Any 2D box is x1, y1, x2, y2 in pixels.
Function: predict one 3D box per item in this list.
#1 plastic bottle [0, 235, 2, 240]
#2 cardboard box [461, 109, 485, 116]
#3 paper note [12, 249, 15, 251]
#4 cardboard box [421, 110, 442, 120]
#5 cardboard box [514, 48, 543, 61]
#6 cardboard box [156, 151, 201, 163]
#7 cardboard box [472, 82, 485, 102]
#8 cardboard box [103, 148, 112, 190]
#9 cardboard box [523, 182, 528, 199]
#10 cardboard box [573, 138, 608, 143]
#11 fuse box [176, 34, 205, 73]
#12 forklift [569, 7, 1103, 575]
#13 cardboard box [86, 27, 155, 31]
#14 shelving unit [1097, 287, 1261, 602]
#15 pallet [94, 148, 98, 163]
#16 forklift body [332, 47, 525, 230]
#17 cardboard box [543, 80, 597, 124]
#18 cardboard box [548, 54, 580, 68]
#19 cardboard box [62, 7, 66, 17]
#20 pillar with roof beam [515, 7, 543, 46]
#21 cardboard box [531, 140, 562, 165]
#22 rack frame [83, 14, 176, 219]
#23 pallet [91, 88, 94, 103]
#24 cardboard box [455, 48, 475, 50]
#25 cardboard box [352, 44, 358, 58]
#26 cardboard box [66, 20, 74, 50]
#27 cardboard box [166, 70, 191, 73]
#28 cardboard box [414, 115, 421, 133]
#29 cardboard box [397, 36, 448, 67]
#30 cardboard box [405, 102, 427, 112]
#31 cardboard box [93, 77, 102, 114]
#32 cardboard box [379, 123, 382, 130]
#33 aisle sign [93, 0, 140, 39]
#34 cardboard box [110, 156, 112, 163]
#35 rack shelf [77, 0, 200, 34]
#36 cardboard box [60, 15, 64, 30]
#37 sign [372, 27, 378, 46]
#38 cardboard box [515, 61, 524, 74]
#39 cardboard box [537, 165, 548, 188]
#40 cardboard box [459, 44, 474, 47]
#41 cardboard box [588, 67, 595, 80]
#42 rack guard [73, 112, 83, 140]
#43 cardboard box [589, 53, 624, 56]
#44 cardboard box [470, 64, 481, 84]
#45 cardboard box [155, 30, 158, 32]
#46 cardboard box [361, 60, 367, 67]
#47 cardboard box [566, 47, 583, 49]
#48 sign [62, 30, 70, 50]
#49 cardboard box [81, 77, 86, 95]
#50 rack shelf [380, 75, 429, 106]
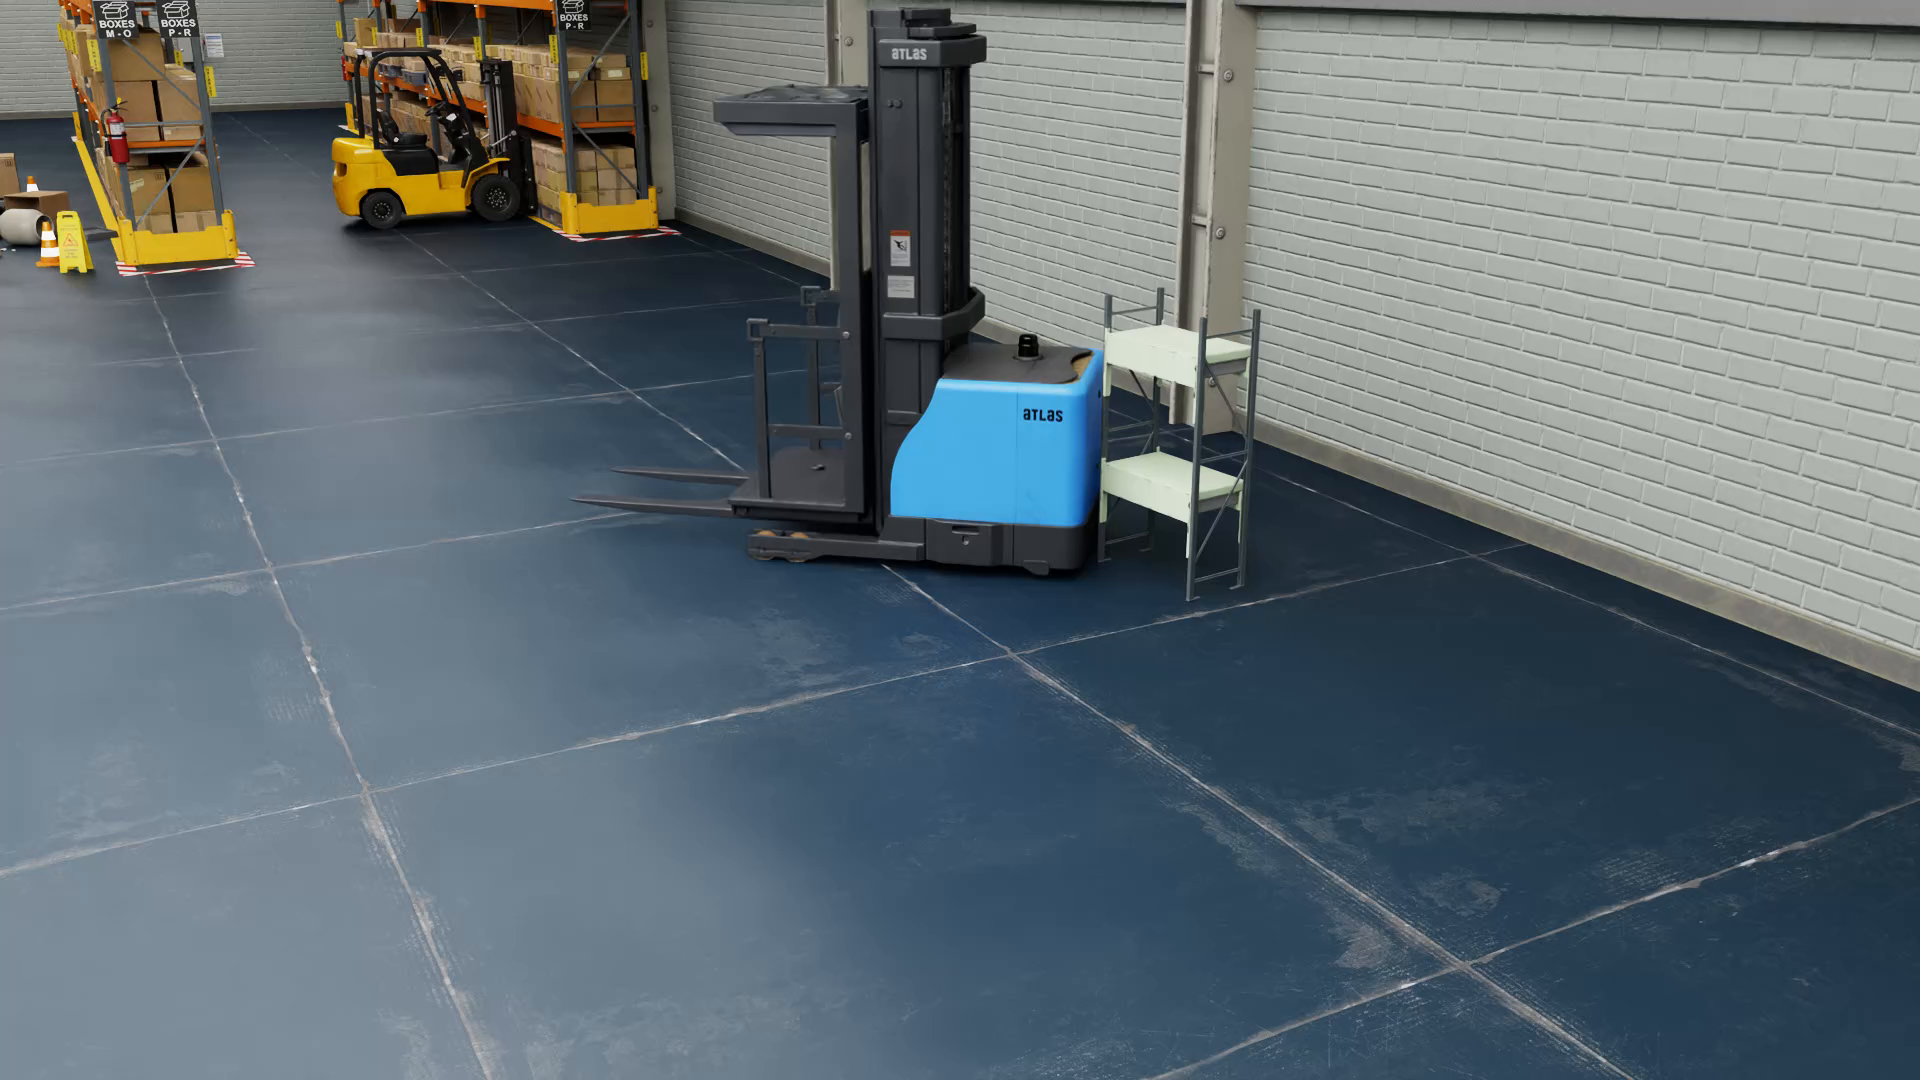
[{"bbox_3d":[-11.717,-3.674,20.185,0.133,0.061,0.283,-6,20,-17],"label":"plastic bottle"},{"bbox_3d":[-8.186,-7.164,27.987,0.380,0.149,0.250,-9,21,-24],"label":"cardboard box"},{"bbox_3d":[-11.066,-3.390,19.441,0.032,0.001,0.123,-10,21,-27],"label":"paper note"},{"bbox_3d":[-8.827,-7.142,27.924,0.380,0.149,0.250,-11,22,-29],"label":"cardboard box"},{"bbox_3d":[-5.741,-6.493,22.247,0.380,0.149,0.250,-10,21,-27],"label":"cardboard box"},{"bbox_3d":[-9.676,-4.557,20.660,0.500,0.500,0.500,-9,21,-24],"label":"cardboard box"},{"bbox_3d":[-6.783,-6.527,24.178,0.500,0.250,0.500,-9,21,-25],"label":"cardboard box"},{"bbox_3d":[-10.637,-4.766,21.266,0.500,0.500,0.500,-9,21,-24],"label":"cardboard box"},{"bbox_3d":[-5.639,-4.765,22.414,0.500,0.250,0.500,-9,21,-25],"label":"cardboard box"},{"bbox_3d":[-4.944,-5.172,22.061,0.500,0.250,0.500,-10,21,-27],"label":"cardboard box"},{"bbox_3d":[-17.158,-10.458,37.316,0.539,1.711,0.414,-10,21,-27],"label":"fuse box"},{"bbox_3d":[-0.718,-1.419,9.250,3.031,2.935,1.130,4,19,11],"label":"forklift"},{"bbox_3d":[-9.896,-5.791,19.672,0.700,0.500,0.500,-10,21,-27],"label":"cardboard box"},{"bbox_3d":[1.145,-0.523,8.847,0.431,1.500,0.755,-13,23,-33],"label":"shelving unit"},{"bbox_3d":[-14.046,-6.492,28.123,1.003,0.211,1.213,-10,21,-27],"label":"pallet"},{"bbox_3d":[-6.920,-5.206,21.421,2.313,2.155,1.214,-10,21,-27],"label":"forklift body"},{"bbox_3d":[-4.878,-5.493,20.800,0.500,0.500,0.500,-11,22,-28],"label":"cardboard box"},{"bbox_3d":[-4.914,-5.976,20.748,0.380,0.149,0.250,-10,21,-27],"label":"cardboard box"},{"bbox_3d":[-15.754,-9.399,29.590,0.380,0.149,0.250,-11,22,-28],"label":"cardboard box"},{"bbox_3d":[-10.589,-9.577,23.589,9.100,9.000,0.400,-10,21,-27],"label":"pillar with roof beam"},{"bbox_3d":[-5.403,-5.090,21.822,0.500,0.250,0.500,-10,21,-26],"label":"cardboard box"},{"bbox_3d":[-10.680,-5.724,21.621,1.000,3.000,0.127,-10,21,-27],"label":"rack frame"},{"bbox_3d":[-11.603,-6.220,23.351,1.003,0.211,1.213,-10,21,-27],"label":"pallet"},{"bbox_3d":[-7.490,-7.430,25.418,0.380,0.149,0.250,-10,21,-27],"label":"cardboard box"},{"bbox_3d":[-11.550,-9.547,32.473,0.500,0.250,0.500,-10,22,-28],"label":"cardboard box"},{"bbox_3d":[-14.523,-8.370,27.602,0.500,0.500,0.500,-10,21,-26],"label":"cardboard box"},{"bbox_3d":[-9.501,-5.381,20.019,0.500,0.500,0.500,-10,22,-28],"label":"cardboard box"},{"bbox_3d":[-9.082,-7.042,28.630,0.500,0.500,0.500,-9,21,-24],"label":"cardboard box"},{"bbox_3d":[-9.150,-8.329,28.369,0.797,0.503,0.637,-11,22,-28],"label":"cardboard box"},{"bbox_3d":[-9.616,-7.676,29.472,0.380,0.149,0.250,-10,21,-27],"label":"cardboard box"},{"bbox_3d":[-10.230,-5.456,20.234,0.500,0.500,0.500,-10,21,-27],"label":"cardboard box"},{"bbox_3d":[-10.804,-7.913,31.514,0.396,0.266,0.258,-9,21,-25],"label":"cardboard box"},{"bbox_3d":[-9.006,-5.742,17.687,0.394,0.787,0.004,-10,21,-27],"label":"aisle sign"},{"bbox_3d":[-9.740,-4.493,19.480,0.380,0.149,0.250,-10,21,-26],"label":"cardboard box"},{"bbox_3d":[-9.730,-6.228,19.585,1.077,0.370,4.000,-10,21,-27],"label":"rack shelf"},{"bbox_3d":[-16.149,-9.359,30.471,0.500,0.500,0.500,-11,22,-28],"label":"cardboard box"},{"bbox_3d":[-10.586,-9.113,30.116,0.100,0.325,0.005,-10,21,-27],"label":"sign"},{"bbox_3d":[-5.676,-6.269,22.051,0.380,0.149,0.250,-10,22,-28],"label":"cardboard box"},{"bbox_3d":[-5.148,-4.718,21.509,0.500,0.250,0.500,-10,22,-27],"label":"cardboard box"},{"bbox_3d":[-7.880,-7.934,26.878,0.380,0.149,0.250,-9,21,-25],"label":"cardboard box"},{"bbox_3d":[-4.520,-5.898,20.978,0.380,0.149,0.250,-10,21,-27],"label":"cardboard box"},{"bbox_3d":[-16.389,-7.994,32.032,1.175,0.500,0.348,-10,21,-27],"label":"rack guard"},{"bbox_3d":[-4.456,-6.056,20.978,0.380,0.149,0.250,-9,21,-25],"label":"cardboard box"},{"bbox_3d":[-6.771,-6.761,24.089,0.500,0.250,0.500,-10,22,-28],"label":"cardboard box"},{"bbox_3d":[-11.198,-6.903,22.789,0.380,0.149,0.250,-9,21,-24],"label":"cardboard box"},{"bbox_3d":[-11.386,-9.233,32.176,0.380,0.149,0.250,-9,21,-25],"label":"cardboard box"},{"bbox_3d":[-5.316,-6.571,22.472,0.380,0.149,0.250,-10,22,-27],"label":"cardboard box"},{"bbox_3d":[-14.966,-8.381,27.872,0.100,0.325,0.005,-10,21,-27],"label":"sign"},{"bbox_3d":[-13.048,-6.906,25.277,0.500,0.250,0.500,-11,22,-29],"label":"cardboard box"},{"bbox_3d":[-9.162,-7.876,28.961,1.077,0.370,4.000,-10,21,-27],"label":"rack shelf"}]
